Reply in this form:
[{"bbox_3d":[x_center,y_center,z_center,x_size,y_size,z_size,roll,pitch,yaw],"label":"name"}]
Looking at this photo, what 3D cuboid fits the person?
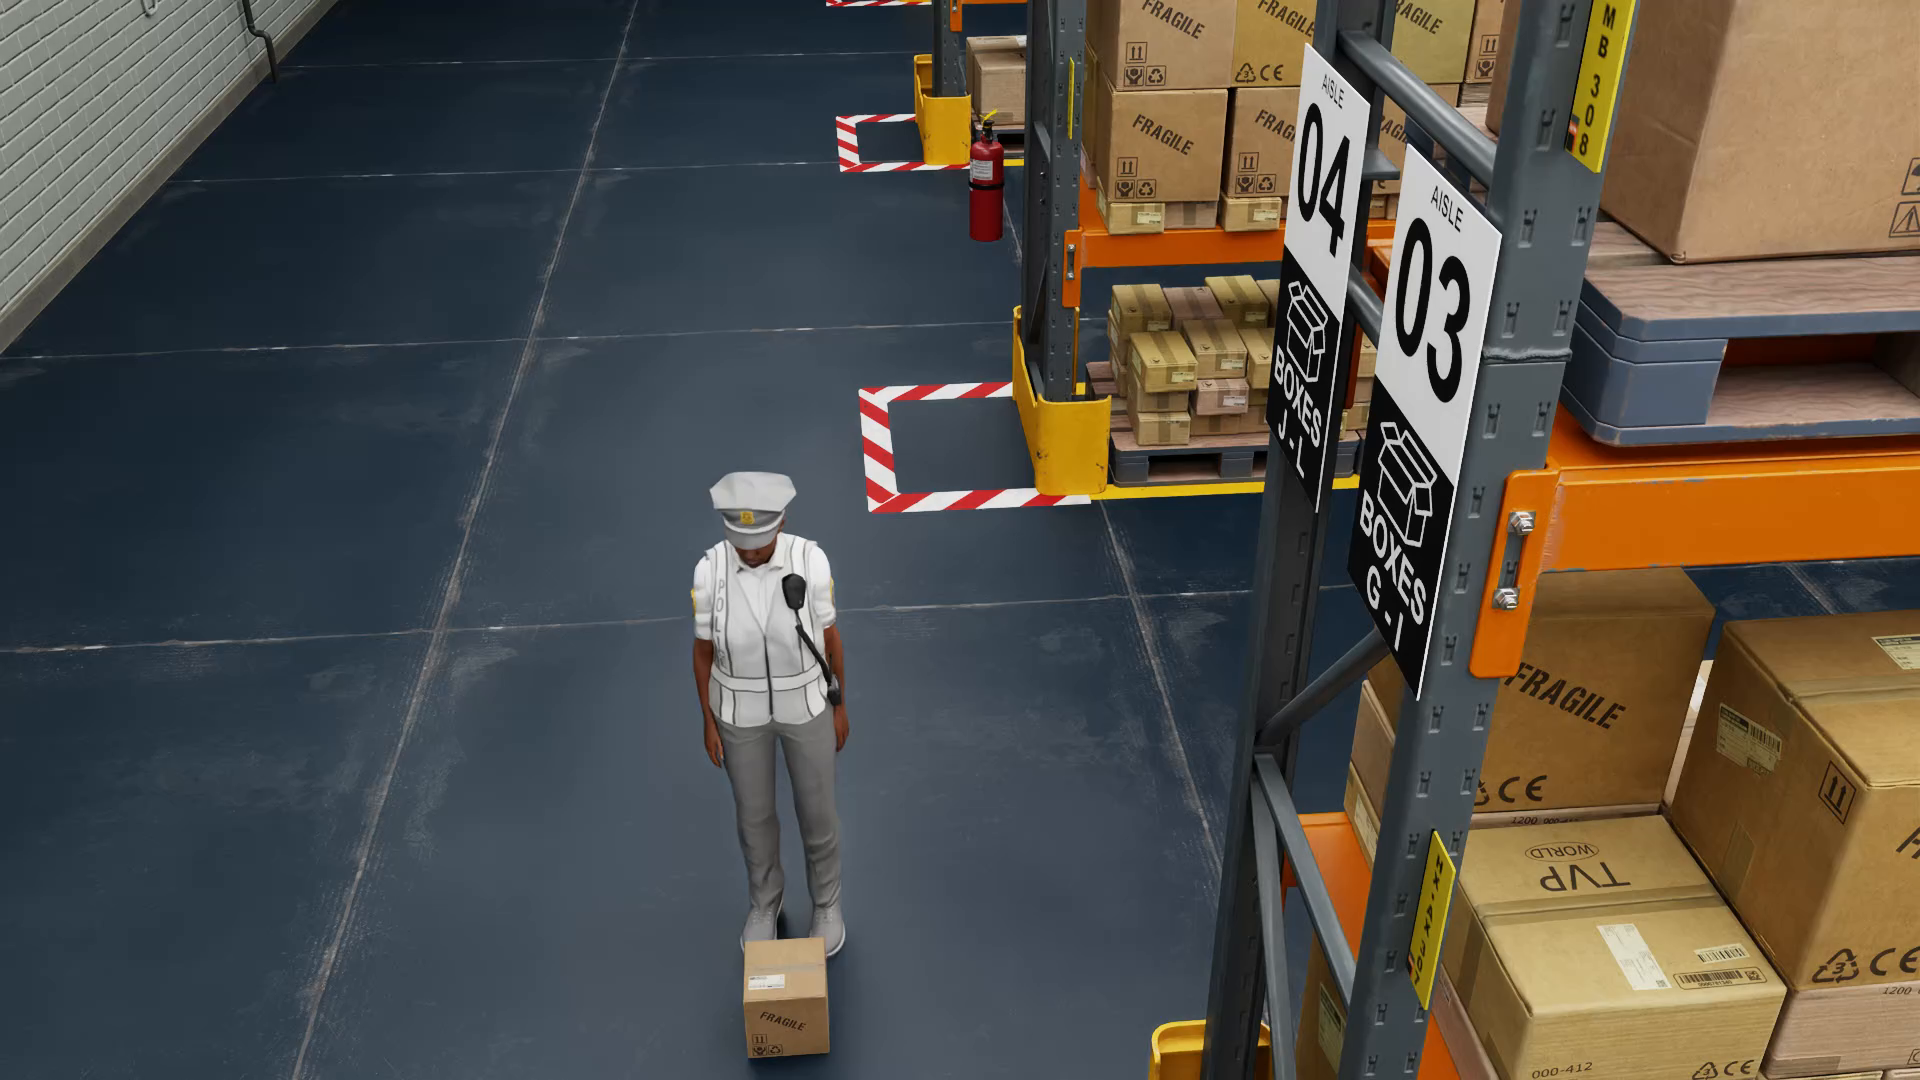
[{"bbox_3d":[-0.582,0.566,5.182,0.469,1.679,0.400,-3,31,-4],"label":"person"}]
